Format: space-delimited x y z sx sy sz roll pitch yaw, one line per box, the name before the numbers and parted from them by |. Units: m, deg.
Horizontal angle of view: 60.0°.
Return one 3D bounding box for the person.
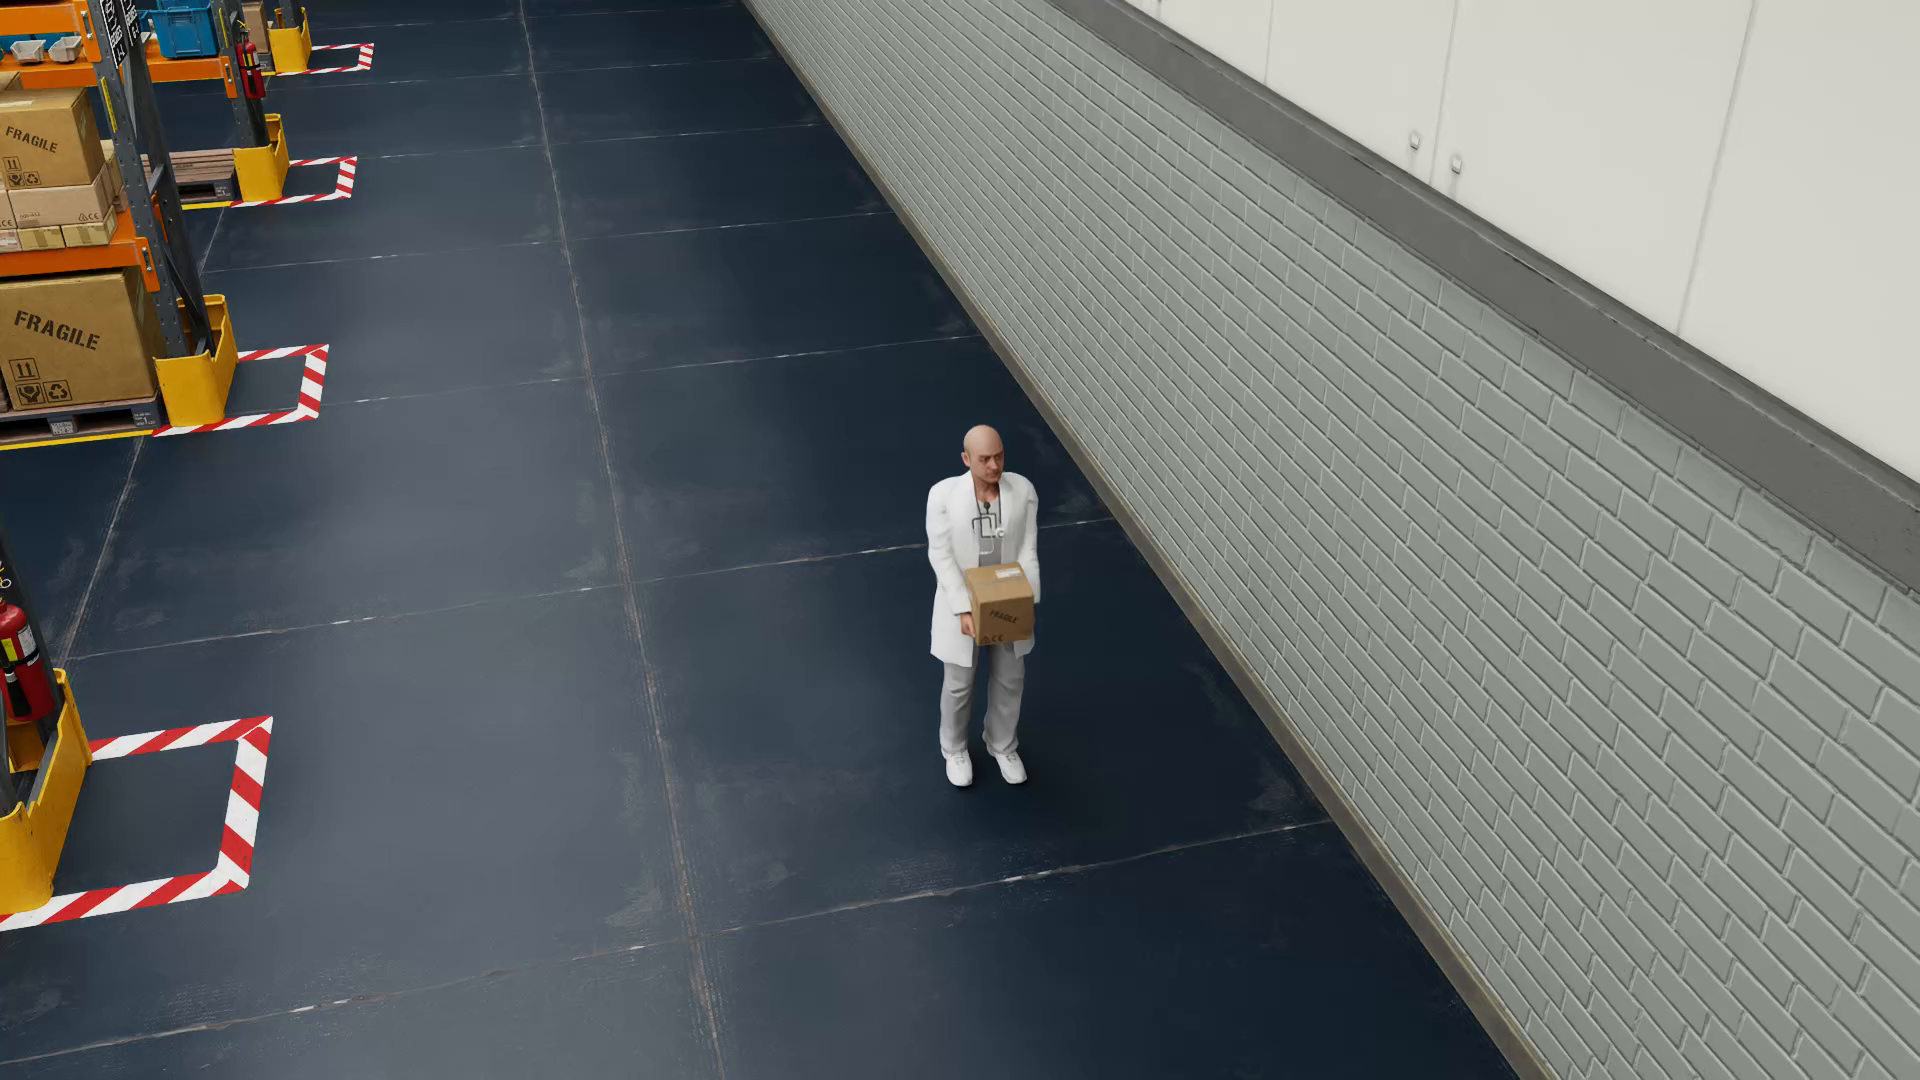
person | 0.133 0.352 7.653 0.529 1.774 0.550 -7 31 -12
